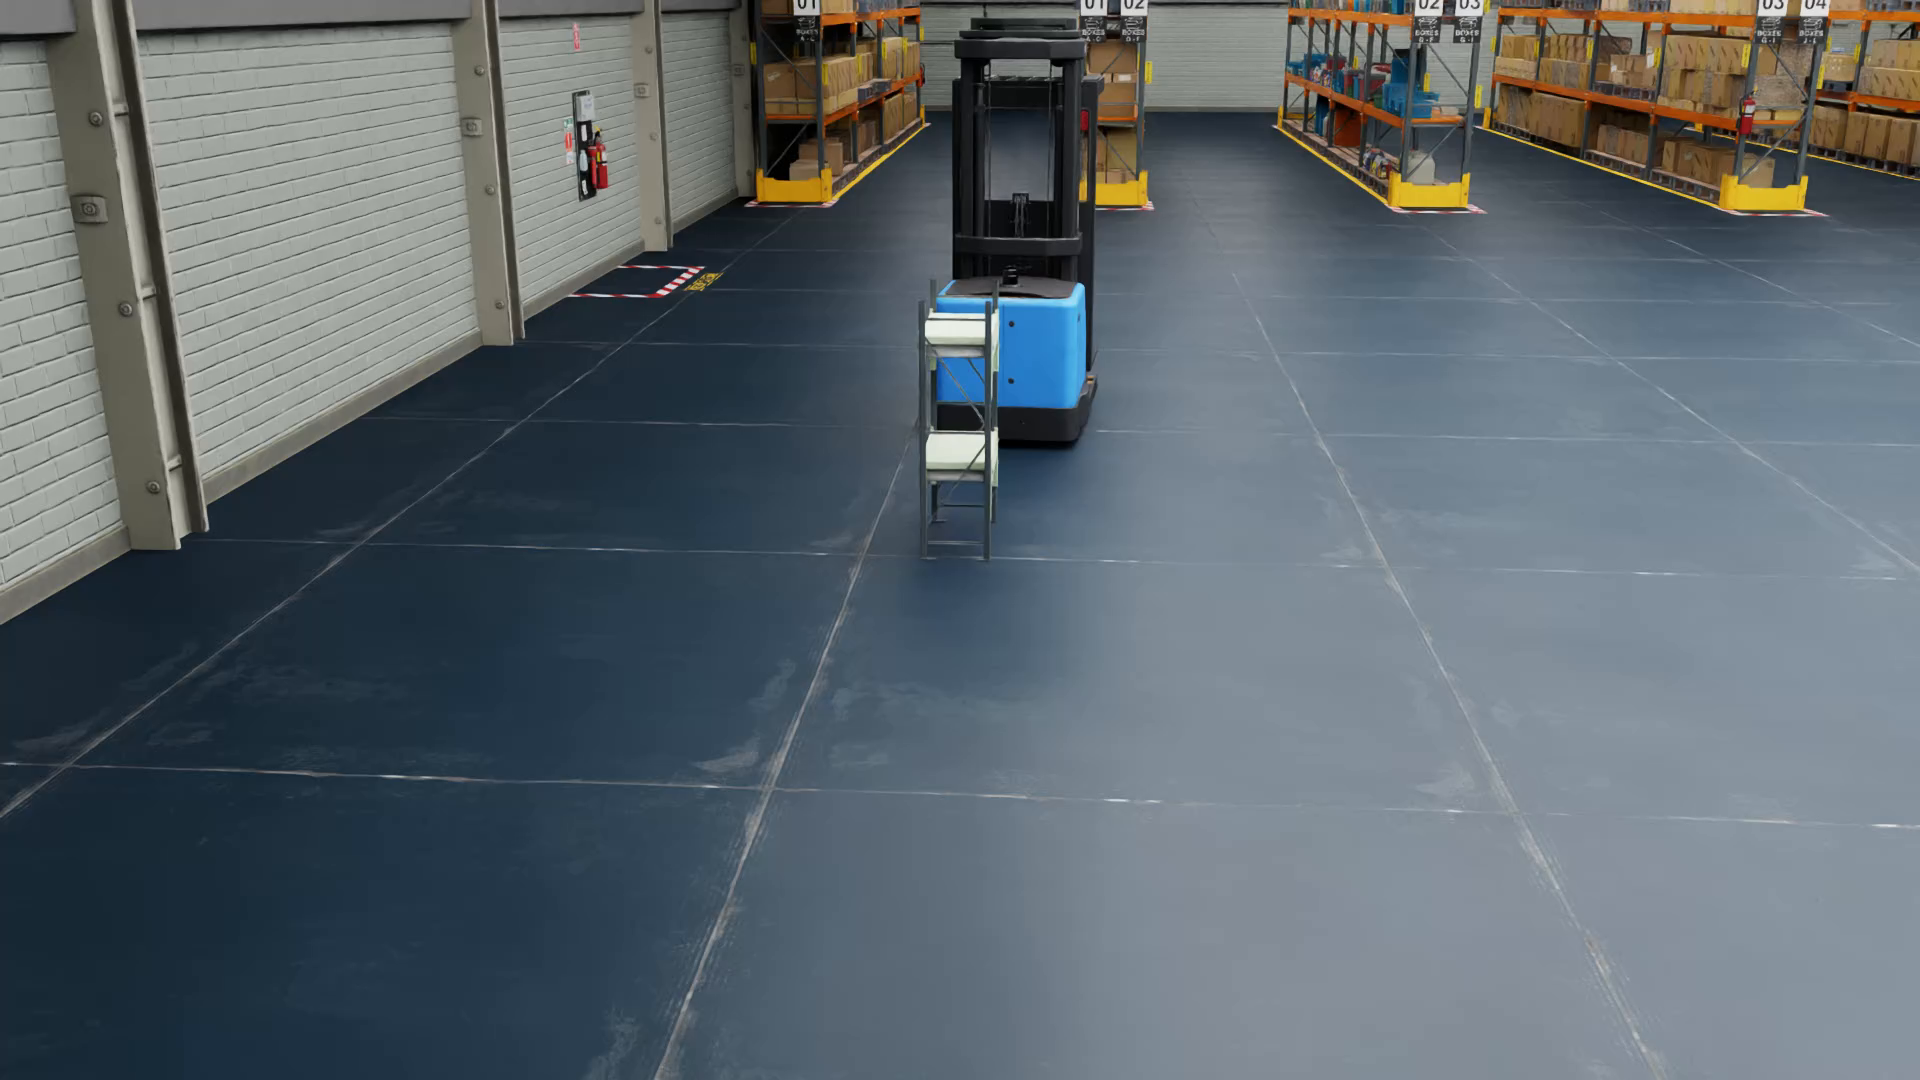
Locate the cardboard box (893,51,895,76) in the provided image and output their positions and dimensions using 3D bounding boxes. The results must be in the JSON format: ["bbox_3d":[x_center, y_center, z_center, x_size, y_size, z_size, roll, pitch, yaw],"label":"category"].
[{"bbox_3d":[-1.651,-10.092,35.234,0.500,0.500,0.500,2,18,5],"label":"cardboard box"}]

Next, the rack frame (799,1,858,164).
[{"bbox_3d":[-2.341,-8.028,29.605,1.000,3.000,0.127,1,18,4],"label":"rack frame"}]

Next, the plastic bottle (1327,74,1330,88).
[{"bbox_3d":[7.488,-9.290,33.665,0.097,0.271,0.097,0,18,0],"label":"plastic bottle"}]

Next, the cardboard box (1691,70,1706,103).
[{"bbox_3d":[12.303,-7.280,26.685,0.875,0.500,0.500,1,18,4],"label":"cardboard box"}]

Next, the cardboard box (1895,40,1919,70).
[{"bbox_3d":[17.596,-8.863,30.388,0.700,0.500,0.500,1,18,3],"label":"cardboard box"}]

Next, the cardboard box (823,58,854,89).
[{"bbox_3d":[-2.097,-8.013,28.566,0.500,0.500,0.500,1,18,4],"label":"cardboard box"}]

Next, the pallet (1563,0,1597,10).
[{"bbox_3d":[12.838,-10.822,33.620,1.003,0.211,1.213,2,18,6],"label":"pallet"}]

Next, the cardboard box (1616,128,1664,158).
[{"bbox_3d":[12.678,-7.402,31.004,0.700,0.500,0.500,3,18,9],"label":"cardboard box"}]

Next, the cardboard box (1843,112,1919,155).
[{"bbox_3d":[17.574,-7.740,31.664,1.050,0.750,0.750,1,18,3],"label":"cardboard box"}]

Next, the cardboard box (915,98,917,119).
[{"bbox_3d":[-1.431,-10.547,40.633,0.700,0.500,0.500,1,18,4],"label":"cardboard box"}]

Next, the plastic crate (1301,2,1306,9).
[{"bbox_3d":[7.825,-11.995,37.318,0.293,0.136,0.466,1,18,4],"label":"plastic crate"}]

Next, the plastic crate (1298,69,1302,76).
[{"bbox_3d":[7.939,-10.742,38.215,0.293,0.136,0.466,1,18,4],"label":"plastic crate"}]

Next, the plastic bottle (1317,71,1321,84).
[{"bbox_3d":[7.618,-9.737,35.022,0.152,0.276,0.135,1,18,4],"label":"plastic bottle"}]

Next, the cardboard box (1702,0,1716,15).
[{"bbox_3d":[12.084,-8.434,26.267,0.500,0.250,0.500,1,18,3],"label":"cardboard box"}]

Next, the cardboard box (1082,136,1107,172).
[{"bbox_3d":[2.055,-6.098,26.254,0.500,0.500,0.500,1,18,4],"label":"cardboard box"}]

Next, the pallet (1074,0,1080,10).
[{"bbox_3d":[2.985,-11.216,34.819,1.213,0.211,1.003,1,18,4],"label":"pallet"}]

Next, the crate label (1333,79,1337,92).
[{"bbox_3d":[7.423,-8.847,32.374,0.303,0.233,0.416,1,18,4],"label":"crate label"}]

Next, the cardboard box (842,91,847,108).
[{"bbox_3d":[-2.172,-7.345,27.729,0.500,0.250,0.500,1,18,4],"label":"cardboard box"}]

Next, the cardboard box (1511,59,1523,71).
[{"bbox_3d":[12.935,-10.870,38.043,0.500,0.250,0.500,1,18,3],"label":"cardboard box"}]

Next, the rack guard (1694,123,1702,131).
[{"bbox_3d":[18.275,-10.069,39.850,1.175,0.500,0.348,1,18,4],"label":"rack guard"}]

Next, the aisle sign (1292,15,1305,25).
[{"bbox_3d":[8.109,-12.798,39.988,0.394,0.787,0.004,1,18,4],"label":"aisle sign"}]

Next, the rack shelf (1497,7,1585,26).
[{"bbox_3d":[13.197,-11.885,37.716,1.077,0.370,4.000,1,18,4],"label":"rack shelf"}]

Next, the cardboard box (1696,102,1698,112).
[{"bbox_3d":[12.098,-6.972,26.786,0.380,0.149,0.250,1,18,4],"label":"cardboard box"}]

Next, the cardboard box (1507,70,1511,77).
[{"bbox_3d":[12.896,-10.801,38.473,0.380,0.149,0.250,1,18,3],"label":"cardboard box"}]

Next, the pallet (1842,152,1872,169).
[{"bbox_3d":[17.576,-7.228,31.642,1.003,0.211,1.213,1,18,4],"label":"pallet"}]

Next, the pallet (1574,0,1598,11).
[{"bbox_3d":[12.761,-10.475,32.560,1.213,0.211,1.003,2,18,6],"label":"pallet"}]

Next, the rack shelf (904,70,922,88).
[{"bbox_3d":[-1.624,-10.792,39.195,1.077,0.370,4.000,1,18,4],"label":"rack shelf"}]

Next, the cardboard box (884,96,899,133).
[{"bbox_3d":[-1.745,-9.209,35.989,0.750,0.750,0.750,2,18,6],"label":"cardboard box"}]

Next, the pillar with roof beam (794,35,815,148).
[{"bbox_3d":[1.283,-11.640,30.996,9.100,9.000,0.400,1,18,4],"label":"pillar with roof beam"}]

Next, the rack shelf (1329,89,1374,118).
[{"bbox_3d":[7.684,-8.086,30.938,1.077,0.370,4.000,1,18,4],"label":"rack shelf"}]

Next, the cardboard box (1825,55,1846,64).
[{"bbox_3d":[17.324,-9.481,32.813,0.380,0.149,0.250,2,18,6],"label":"cardboard box"}]

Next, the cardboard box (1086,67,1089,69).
[{"bbox_3d":[2.299,-7.795,27.691,0.380,0.149,0.250,1,18,2],"label":"cardboard box"}]

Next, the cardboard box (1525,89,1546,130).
[{"bbox_3d":[13.181,-9.574,37.061,0.875,0.875,0.875,1,18,4],"label":"cardboard box"}]

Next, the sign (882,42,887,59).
[{"bbox_3d":[-1.513,-9.773,33.200,0.100,0.325,0.005,1,18,4],"label":"sign"}]

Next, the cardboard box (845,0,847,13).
[{"bbox_3d":[-2.180,-9.191,28.145,0.500,0.500,0.500,0,18,-1],"label":"cardboard box"}]

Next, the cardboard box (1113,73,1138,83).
[{"bbox_3d":[2.556,-7.149,25.720,0.380,0.149,0.250,1,18,4],"label":"cardboard box"}]

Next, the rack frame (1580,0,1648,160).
[{"bbox_3d":[12.767,-8.938,32.384,1.000,3.000,0.127,1,18,4],"label":"rack frame"}]

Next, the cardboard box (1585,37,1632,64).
[{"bbox_3d":[12.836,-9.689,32.904,0.797,0.503,0.637,2,18,6],"label":"cardboard box"}]

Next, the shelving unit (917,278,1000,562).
[{"bbox_3d":[0.000,-0.711,9.683,0.431,1.500,0.755,1,18,4],"label":"shelving unit"}]

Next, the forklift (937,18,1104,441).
[{"bbox_3d":[0.520,-2.512,12.881,1.130,2.935,3.031,3,18,8],"label":"forklift"}]

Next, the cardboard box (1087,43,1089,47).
[{"bbox_3d":[2.951,-11.088,37.179,0.500,0.500,0.500,1,18,4],"label":"cardboard box"}]

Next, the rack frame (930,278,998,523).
[{"bbox_3d":[0.026,-0.824,10.030,0.400,1.500,0.023,1,18,4],"label":"rack frame"}]

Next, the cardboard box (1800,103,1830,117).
[{"bbox_3d":[17.601,-8.859,34.278,0.500,0.250,0.500,2,18,6],"label":"cardboard box"}]

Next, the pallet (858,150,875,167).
[{"bbox_3d":[-2.202,-7.324,31.937,1.003,0.211,1.213,1,18,4],"label":"pallet"}]

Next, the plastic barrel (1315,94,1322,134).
[{"bbox_3d":[8.058,-9.325,36.260,0.600,0.901,0.708,1,18,4],"label":"plastic barrel"}]

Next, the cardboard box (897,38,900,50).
[{"bbox_3d":[-1.592,-10.758,36.062,0.500,0.250,0.500,2,18,5],"label":"cardboard box"}]

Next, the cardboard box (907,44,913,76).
[{"bbox_3d":[-1.612,-11.276,39.036,0.980,0.700,0.700,0,18,1],"label":"cardboard box"}]

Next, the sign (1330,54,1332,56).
[{"bbox_3d":[8.950,-11.604,40.257,0.100,0.325,0.005,1,18,4],"label":"sign"}]

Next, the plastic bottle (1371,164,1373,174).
[{"bbox_3d":[7.011,-6.298,28.115,0.097,0.201,0.097,0,18,0],"label":"plastic bottle"}]

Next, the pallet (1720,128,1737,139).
[{"bbox_3d":[18.092,-9.303,37.974,1.003,0.211,1.213,1,18,4],"label":"pallet"}]

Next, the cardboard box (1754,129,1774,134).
[{"bbox_3d":[17.682,-9.013,36.515,0.380,0.149,0.250,2,18,5],"label":"cardboard box"}]

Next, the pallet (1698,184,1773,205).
[{"bbox_3d":[12.293,-5.404,26.075,1.003,0.211,1.213,1,18,4],"label":"pallet"}]

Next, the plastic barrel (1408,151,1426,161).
[{"bbox_3d":[7.260,-5.943,26.565,0.421,0.512,0.421,0,18,0],"label":"plastic barrel"}]
